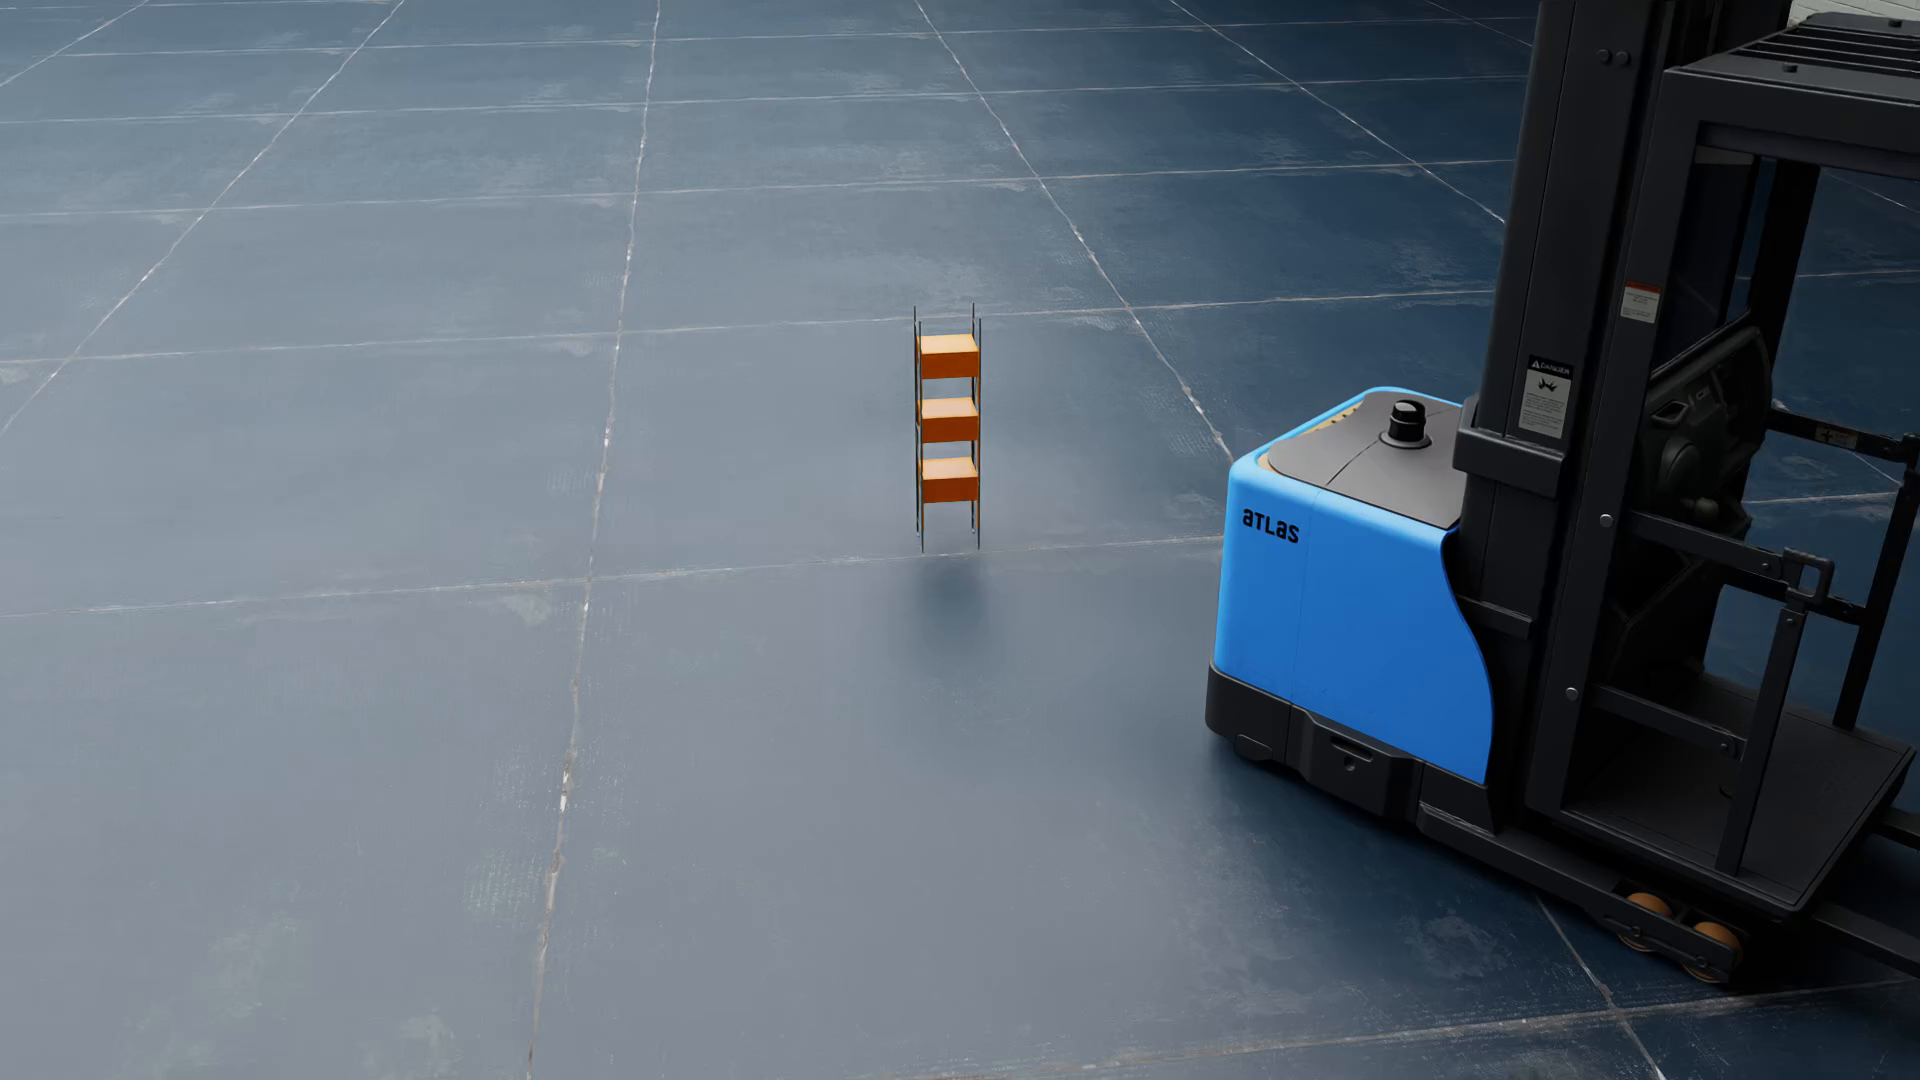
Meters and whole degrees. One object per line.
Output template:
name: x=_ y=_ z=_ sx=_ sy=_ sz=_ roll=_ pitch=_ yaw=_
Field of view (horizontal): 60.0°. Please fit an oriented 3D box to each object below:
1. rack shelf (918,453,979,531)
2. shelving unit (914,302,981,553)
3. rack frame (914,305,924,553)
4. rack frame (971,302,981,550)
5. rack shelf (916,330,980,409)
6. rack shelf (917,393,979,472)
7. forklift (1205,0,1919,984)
rack shelf: x=-0.053 y=-0.207 z=7.135 sx=0.240 sy=0.259 sz=0.215 roll=-4 pitch=27 yaw=-7
shelving unit: x=-0.053 y=-0.464 z=7.004 sx=0.252 sy=1.050 sz=0.215 roll=-4 pitch=27 yaw=-7
rack frame: x=-0.174 y=-0.456 z=6.989 sx=0.008 sy=1.050 sz=0.200 roll=-4 pitch=27 yaw=-7
rack frame: x=0.068 y=-0.471 z=7.019 sx=0.008 sy=1.050 sz=0.200 roll=-4 pitch=27 yaw=-7
rack shelf: x=-0.053 y=-0.707 z=6.879 sx=0.240 sy=0.259 sz=0.215 roll=-4 pitch=27 yaw=-7
rack shelf: x=-0.053 y=-0.454 z=7.009 sx=0.240 sy=0.259 sz=0.215 roll=-4 pitch=27 yaw=-7
forklift: x=2.286 y=-0.305 z=4.635 sx=3.031 sy=2.935 sz=1.130 roll=23 pitch=35 yaw=37
